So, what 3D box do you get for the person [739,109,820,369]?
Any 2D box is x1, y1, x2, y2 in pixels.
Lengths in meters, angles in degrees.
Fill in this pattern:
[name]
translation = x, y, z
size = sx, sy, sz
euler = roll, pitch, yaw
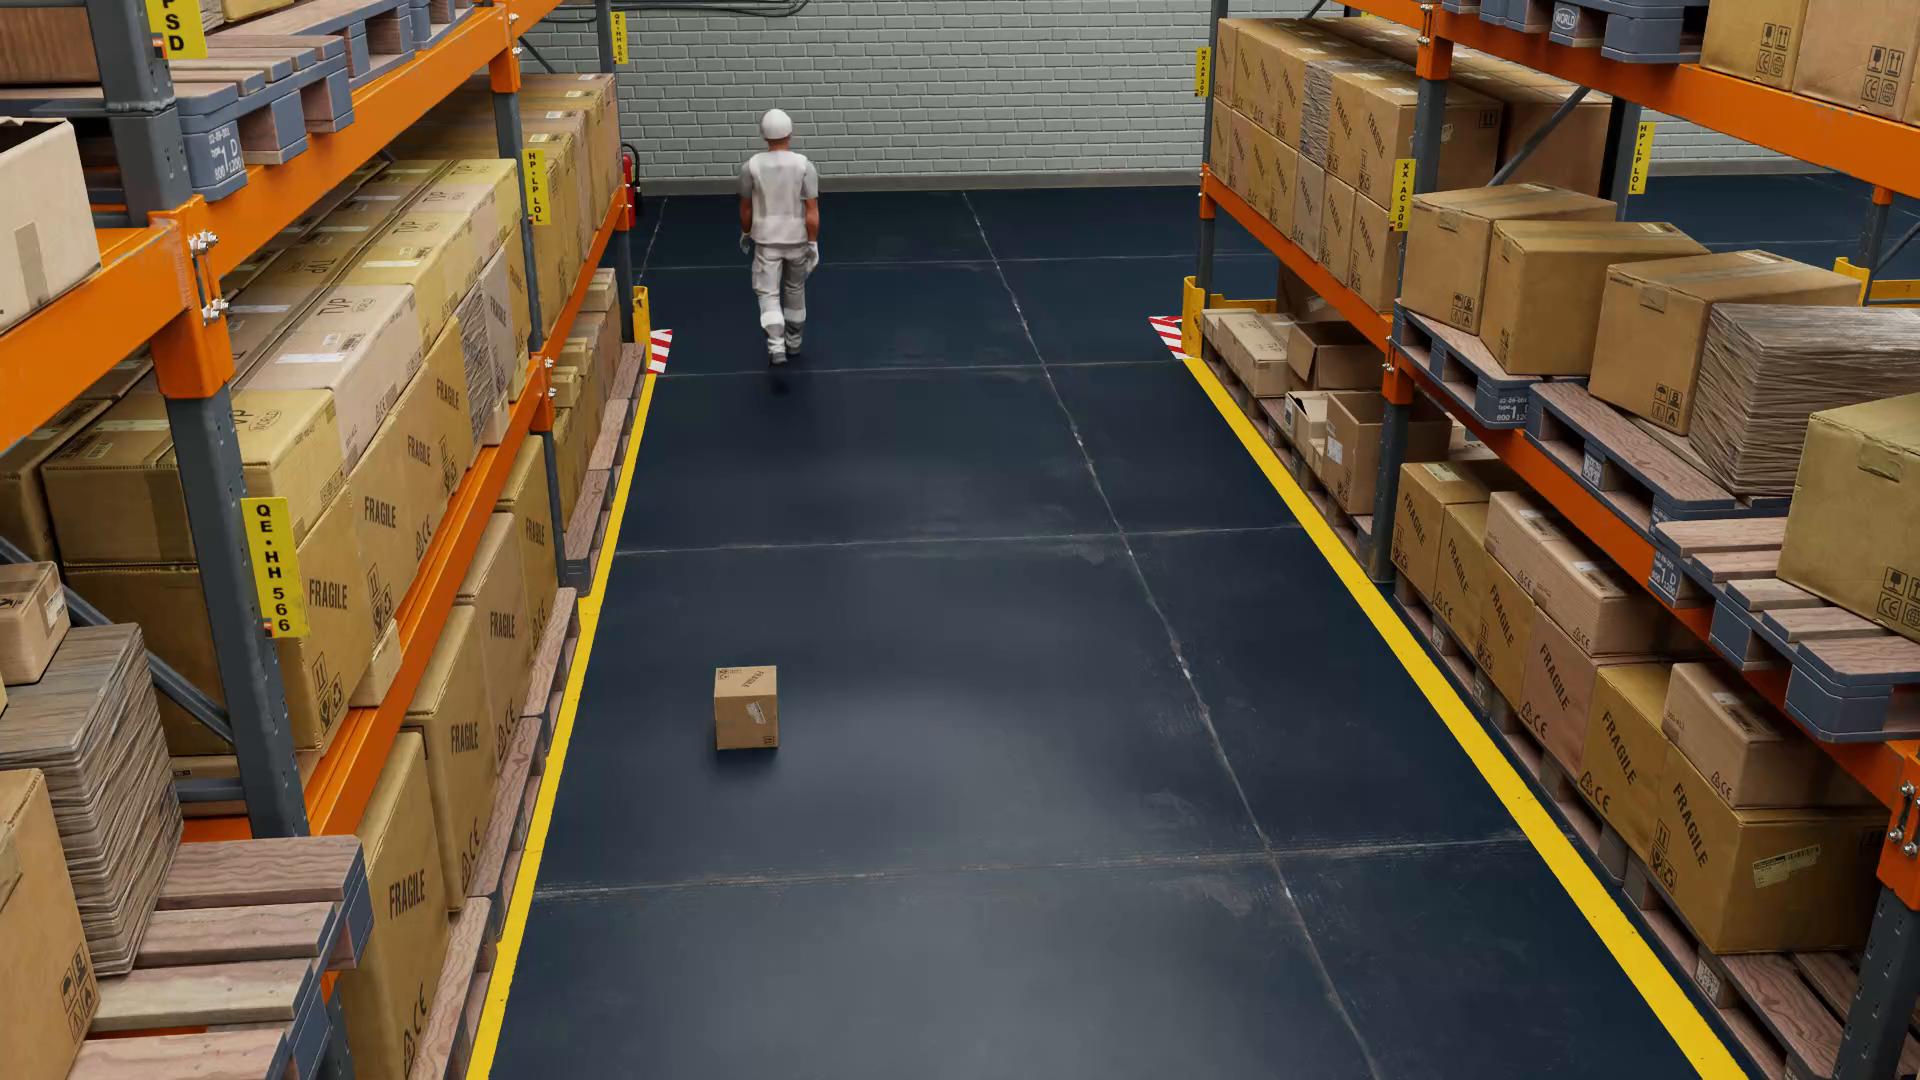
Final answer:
[person]
translation = -1.214, -2.022, 11.221
size = 0.529, 1.751, 1.012
euler = -4, 24, -10
